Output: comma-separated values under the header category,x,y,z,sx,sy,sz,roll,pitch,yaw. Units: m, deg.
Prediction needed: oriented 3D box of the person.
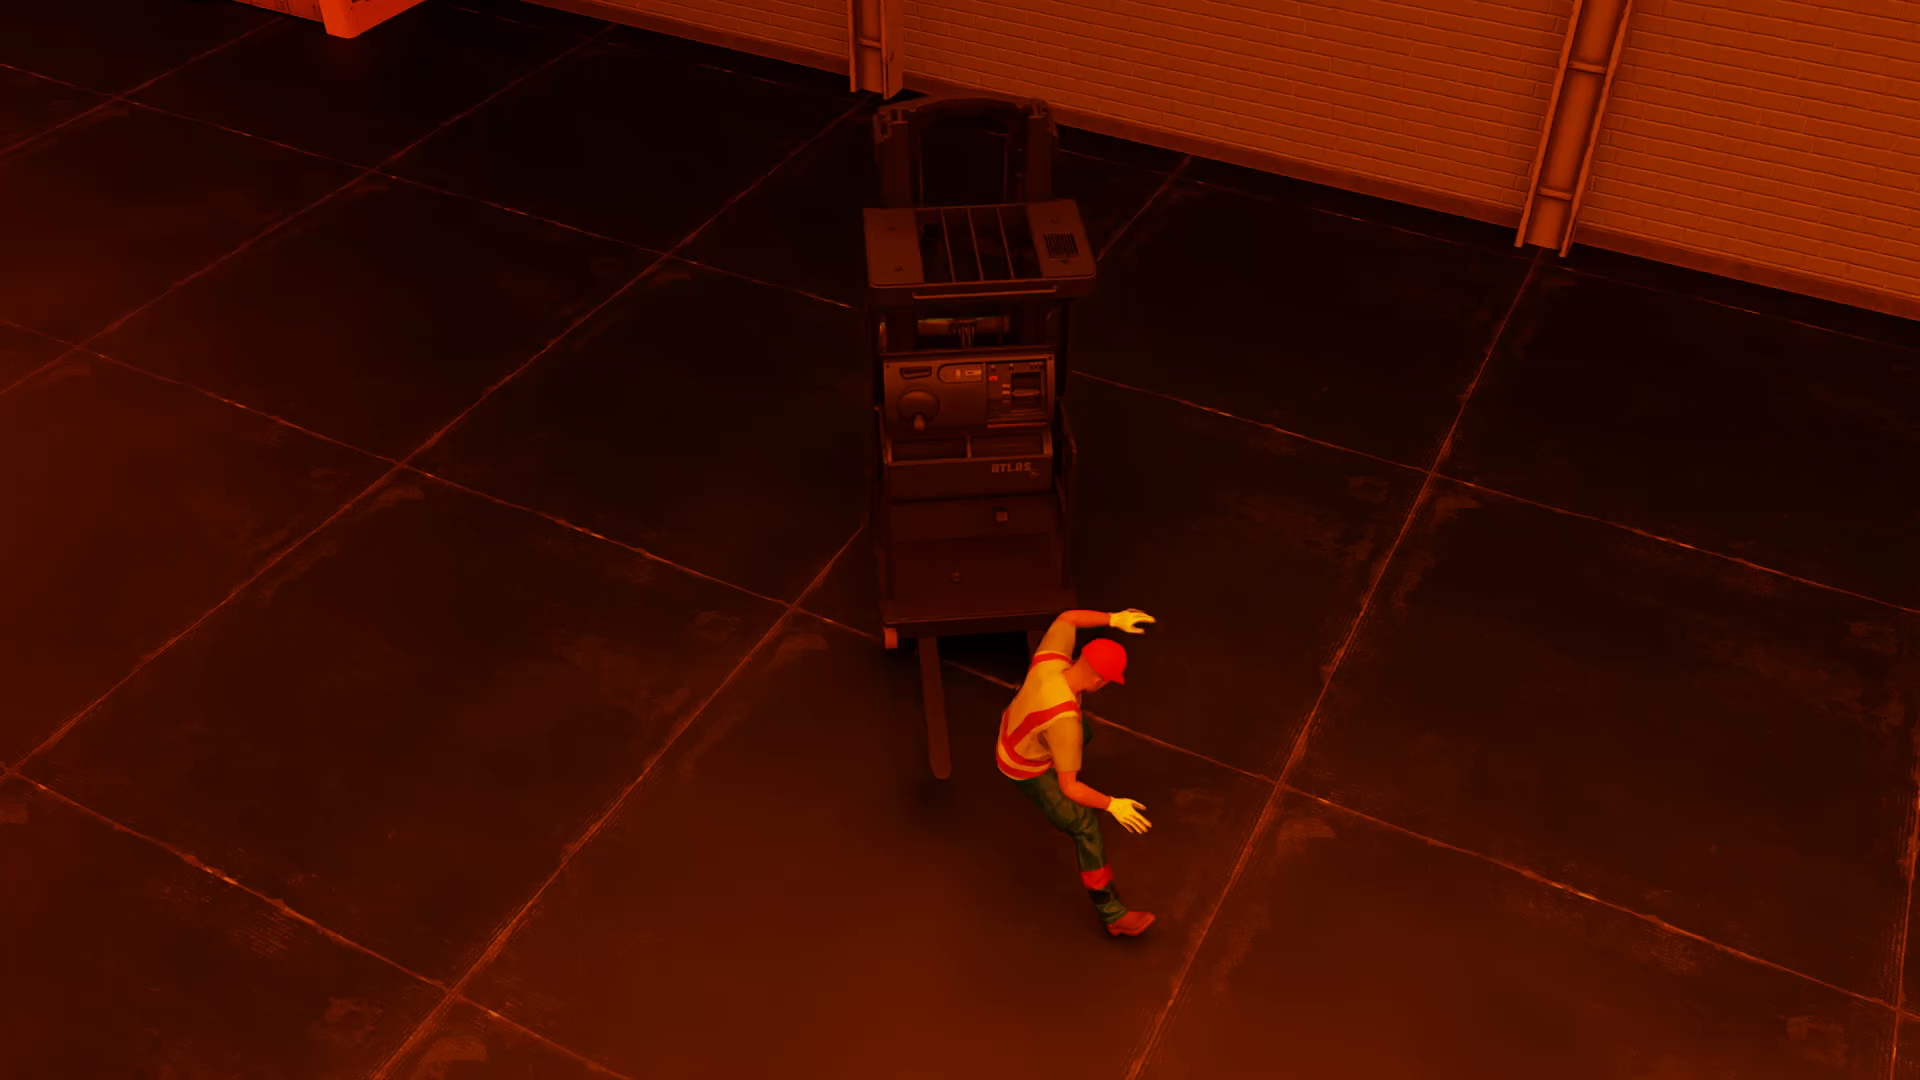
category,x,y,z,sx,sy,sz,roll,pitch,yaw
person,0.570,0.985,7.996,0.905,1.433,1.272,6,40,7

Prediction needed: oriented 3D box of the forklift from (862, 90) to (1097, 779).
category,x,y,z,sx,sy,sz,roll,pitch,yaw
forklift,0.074,-0.725,8.847,1.130,2.935,3.031,-3,40,-4
